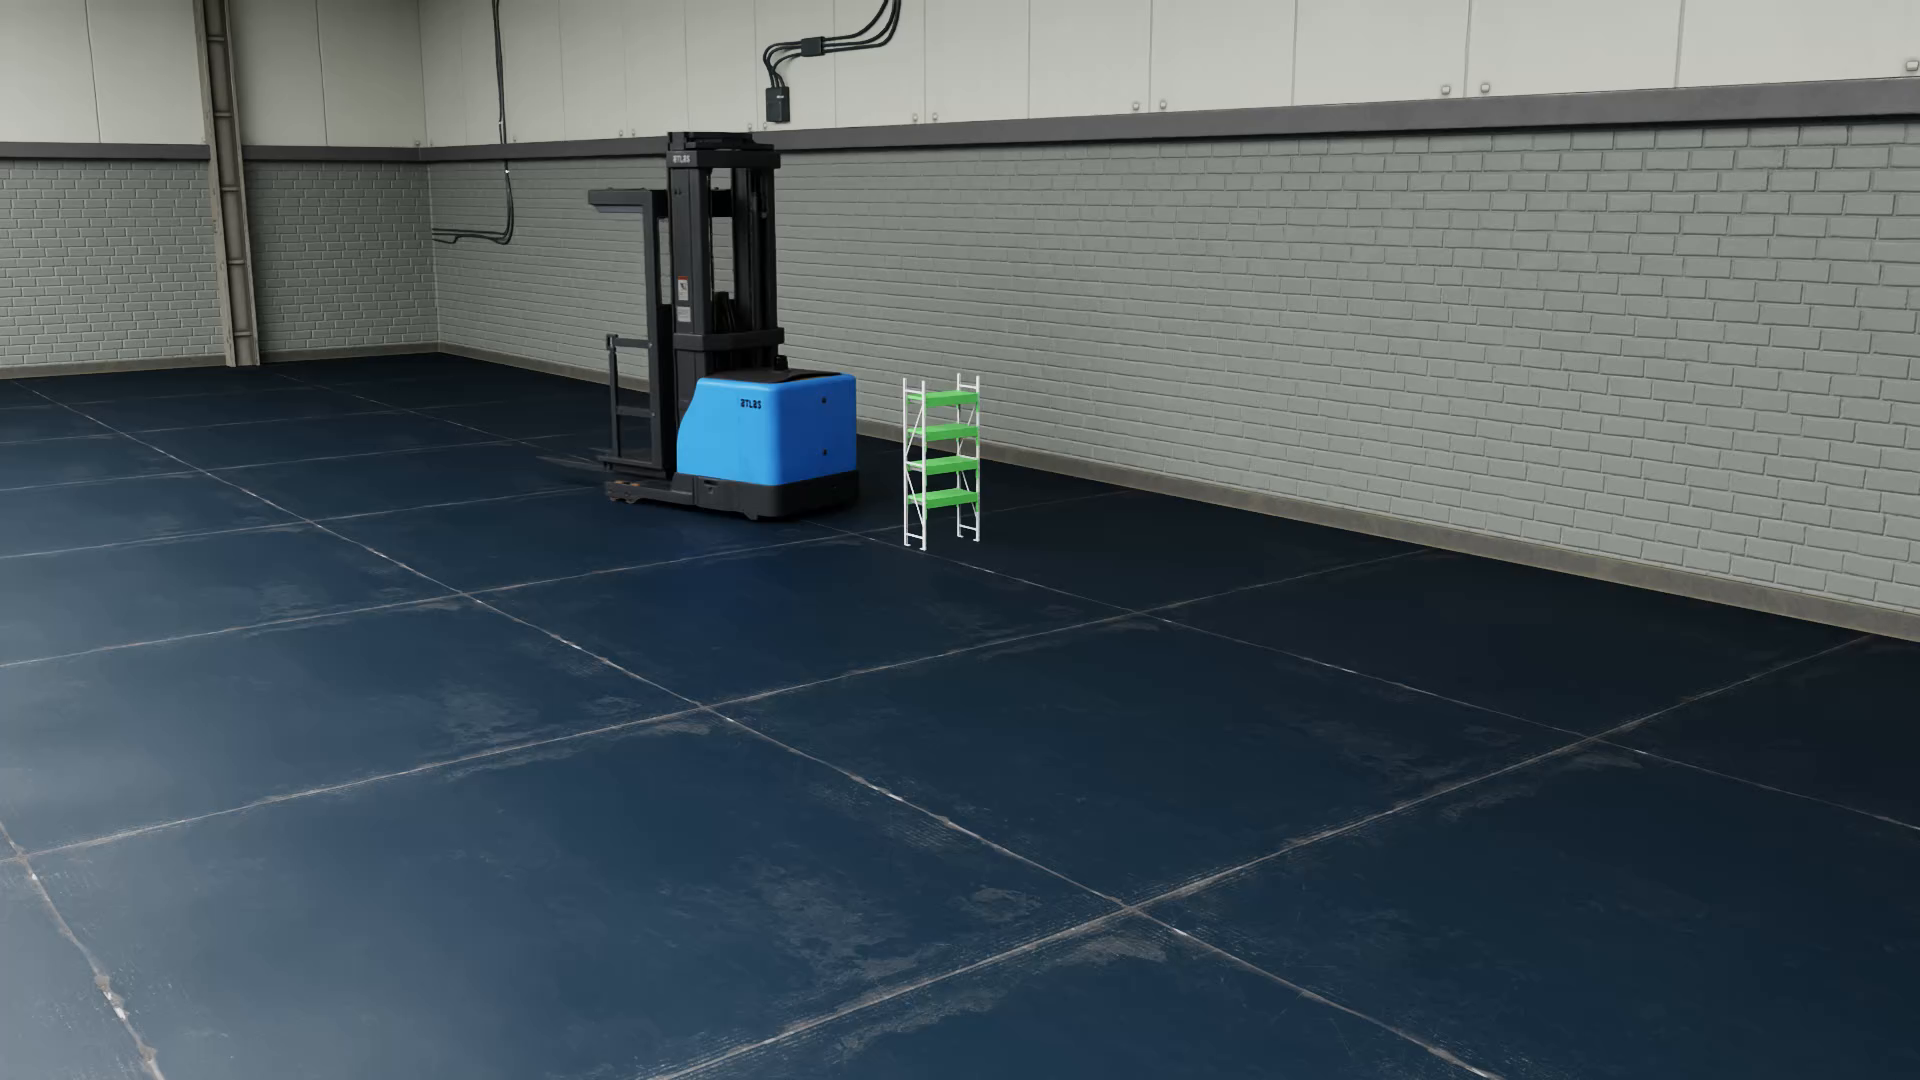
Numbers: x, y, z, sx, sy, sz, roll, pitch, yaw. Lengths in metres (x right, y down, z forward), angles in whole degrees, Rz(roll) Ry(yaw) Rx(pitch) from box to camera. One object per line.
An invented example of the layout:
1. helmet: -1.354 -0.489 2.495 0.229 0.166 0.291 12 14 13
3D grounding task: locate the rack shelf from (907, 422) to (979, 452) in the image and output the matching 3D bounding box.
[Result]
1. rack shelf: -0.129 -0.738 11.866 0.480 0.148 0.258 -9 15 -38

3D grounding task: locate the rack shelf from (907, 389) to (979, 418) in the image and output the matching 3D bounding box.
1. rack shelf: -0.129 -0.972 11.817 0.480 0.148 0.258 -9 15 -38

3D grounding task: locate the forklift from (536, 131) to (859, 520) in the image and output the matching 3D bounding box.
1. forklift: -2.289 -1.806 13.575 3.031 2.935 1.130 9 15 36

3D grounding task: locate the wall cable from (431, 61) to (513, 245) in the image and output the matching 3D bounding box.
1. wall cable: -7.242 -5.583 24.231 0.112 2.526 3.097 -9 15 -38

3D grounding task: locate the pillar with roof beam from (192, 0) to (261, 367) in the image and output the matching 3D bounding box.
1. pillar with roof beam: -7.679 -6.236 19.830 0.400 9.000 9.100 -9 15 -38

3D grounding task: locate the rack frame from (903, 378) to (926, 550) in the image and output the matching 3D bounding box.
1. rack frame: -0.320 -0.534 11.754 0.015 1.200 0.240 -9 15 -38

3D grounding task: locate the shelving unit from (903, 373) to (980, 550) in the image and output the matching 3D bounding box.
1. shelving unit: -0.129 -0.565 11.903 0.503 1.200 0.258 -9 15 -38

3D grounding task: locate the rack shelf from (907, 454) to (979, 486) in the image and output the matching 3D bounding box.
1. rack shelf: -0.129 -0.503 11.916 0.480 0.148 0.258 -9 15 -38

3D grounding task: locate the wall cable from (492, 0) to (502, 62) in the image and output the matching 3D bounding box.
1. wall cable: -5.552 -7.614 21.640 0.112 2.526 3.097 -9 15 -38

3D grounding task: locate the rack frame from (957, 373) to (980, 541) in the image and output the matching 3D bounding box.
1. rack frame: 0.061 -0.597 12.052 0.015 1.200 0.240 -9 15 -38

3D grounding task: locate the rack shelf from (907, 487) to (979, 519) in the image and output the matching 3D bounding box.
1. rack shelf: -0.129 -0.268 11.966 0.480 0.148 0.258 -9 15 -38

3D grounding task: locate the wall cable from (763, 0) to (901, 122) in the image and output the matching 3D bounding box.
1. wall cable: -1.324 -7.223 16.294 0.169 6.003 2.305 -9 15 -38
